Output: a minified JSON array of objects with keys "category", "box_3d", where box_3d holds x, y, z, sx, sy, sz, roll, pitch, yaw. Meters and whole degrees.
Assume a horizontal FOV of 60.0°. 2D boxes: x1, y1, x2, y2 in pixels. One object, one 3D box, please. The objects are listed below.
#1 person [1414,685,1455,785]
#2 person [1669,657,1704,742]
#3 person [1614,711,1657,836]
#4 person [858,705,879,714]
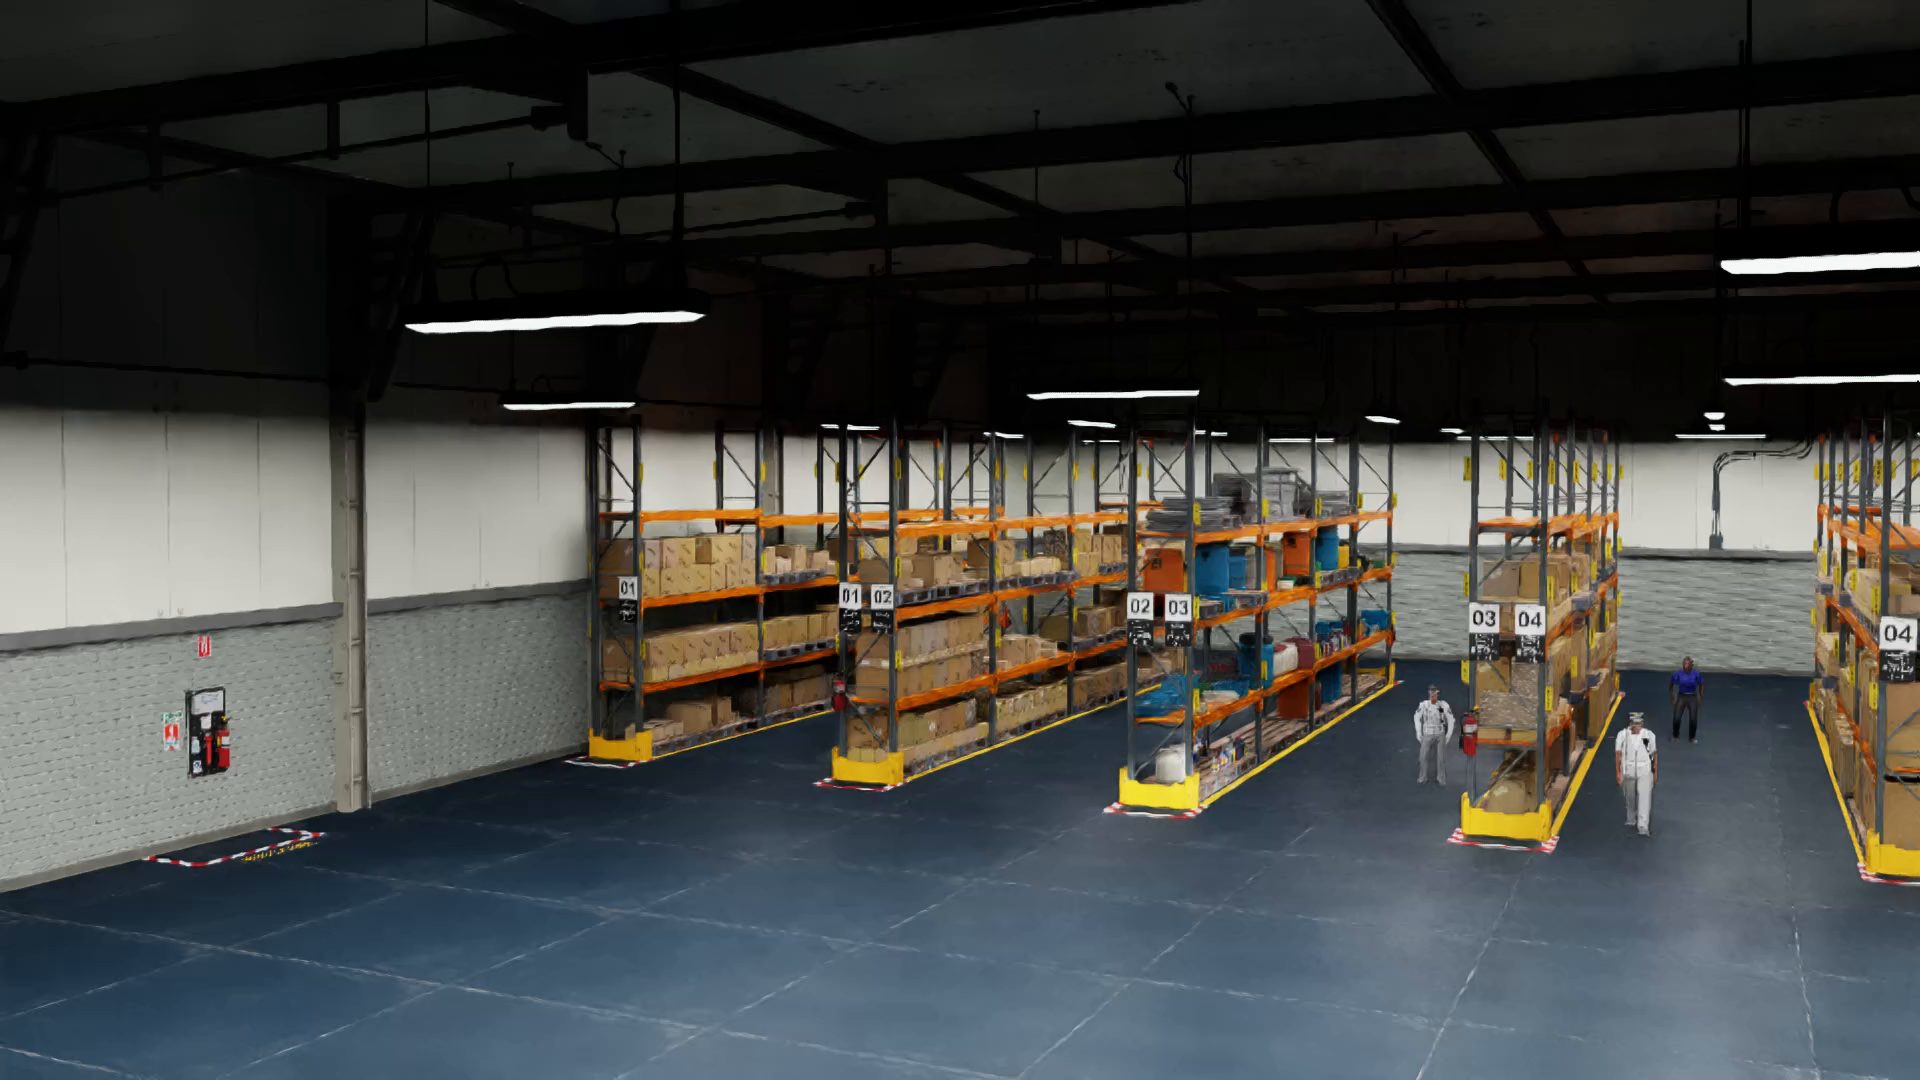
[{"category":"person","box_3d":[7.559,3.102,26.518,0.639,1.632,0.512,1,3,23]},{"category":"person","box_3d":[13.423,2.944,30.725,0.592,1.604,0.518,1,3,23]},{"category":"person","box_3d":[9.364,3.196,23.066,0.542,1.675,1.126,1,3,27]},{"category":"person","box_3d":[-1.644,2.933,30.353,0.489,1.588,1.074,1,3,23]}]
